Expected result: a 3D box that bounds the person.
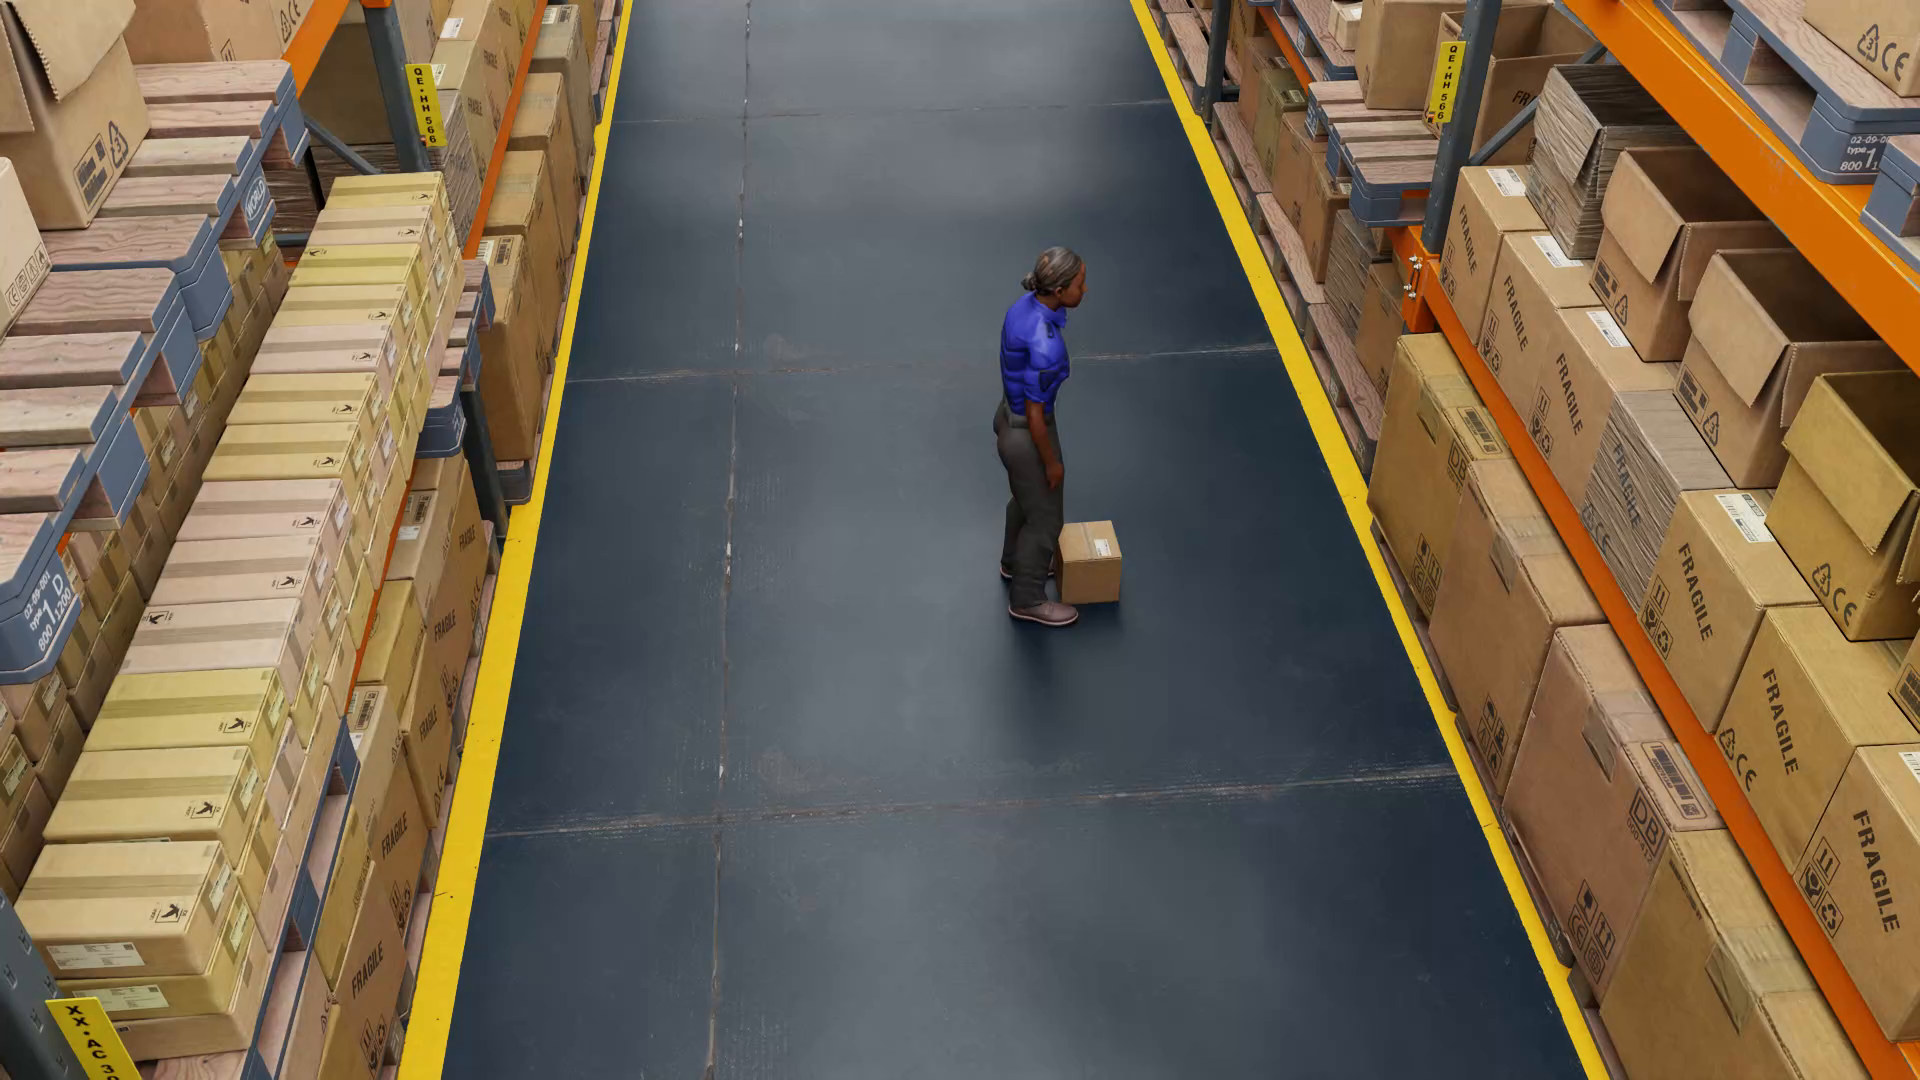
[{"bbox_3d":[0.312,-0.424,6.675,0.346,1.655,0.506,-3,39,-4],"label":"person"}]
